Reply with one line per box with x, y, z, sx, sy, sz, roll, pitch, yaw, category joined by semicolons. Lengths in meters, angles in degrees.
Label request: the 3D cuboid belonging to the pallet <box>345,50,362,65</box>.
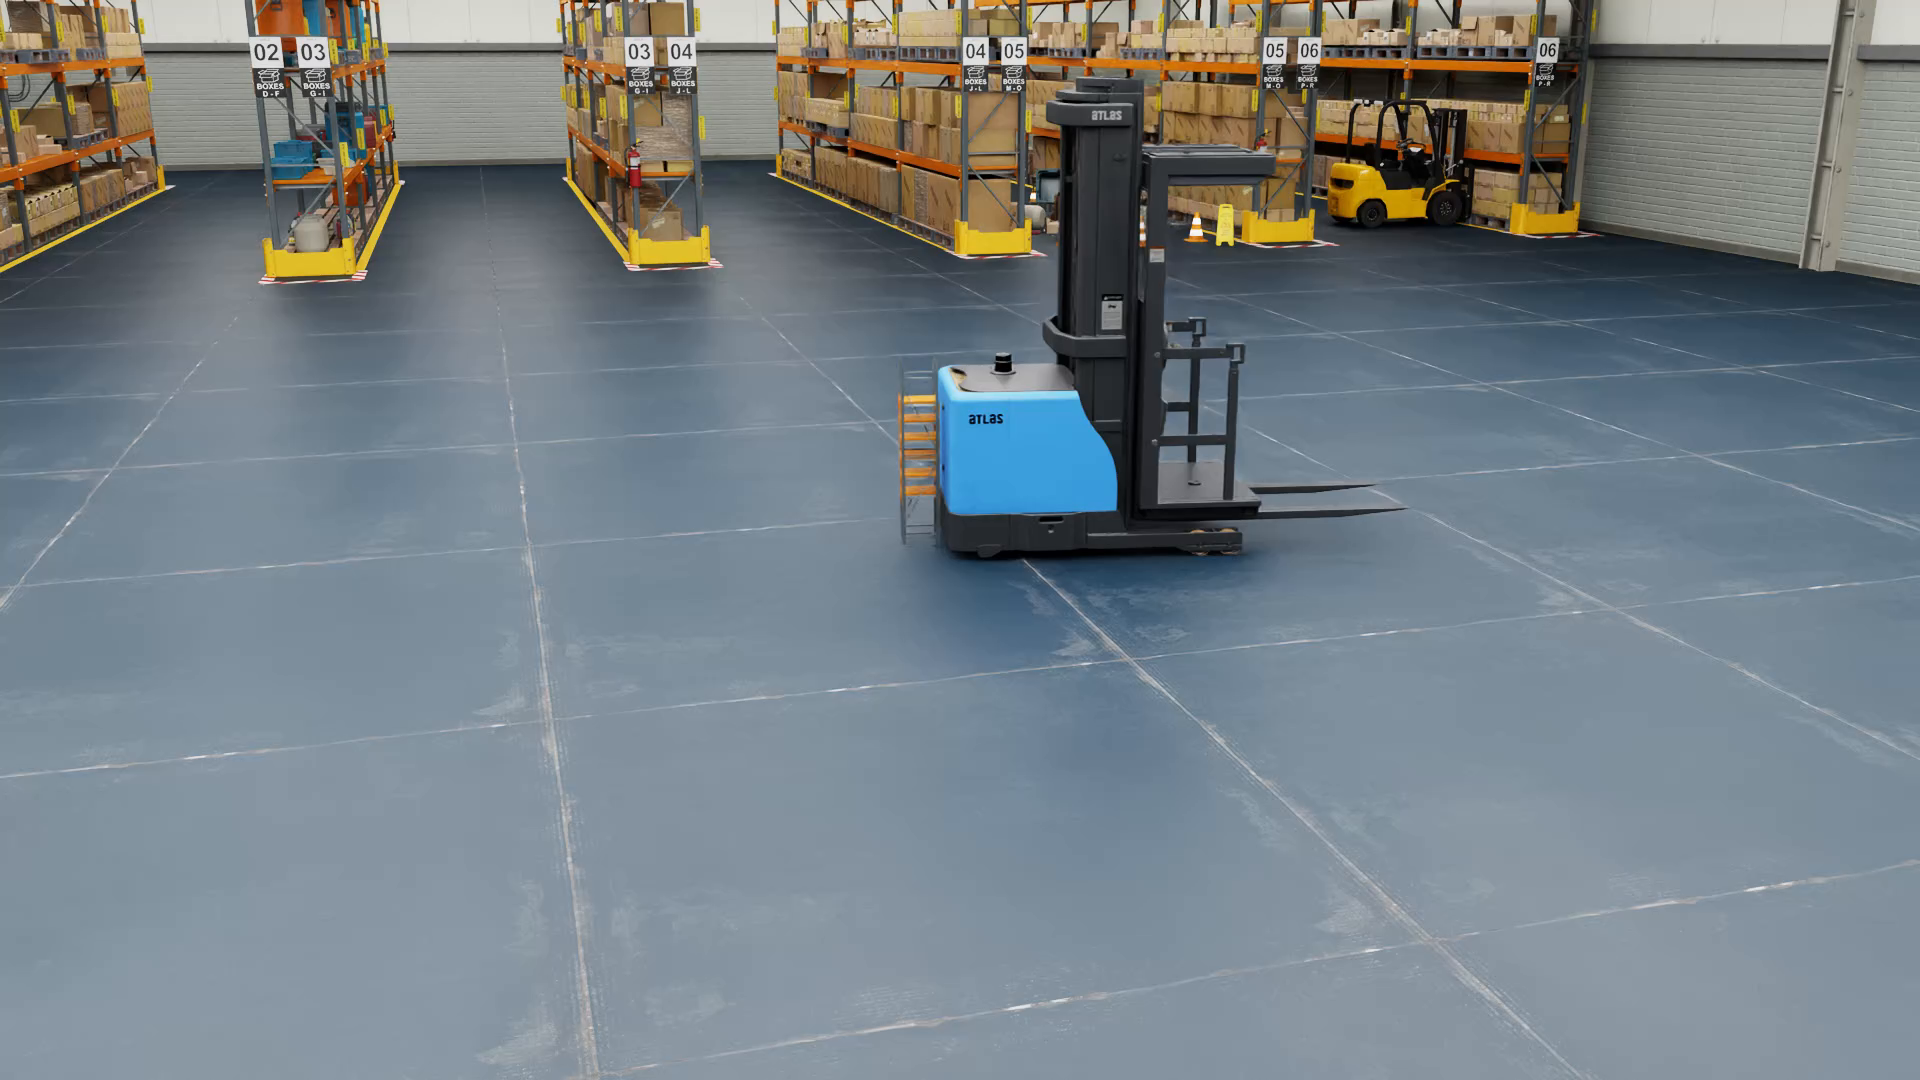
-9.860;-7.421;25.556;1.213;0.211;1.003;-5;17;-15;pallet

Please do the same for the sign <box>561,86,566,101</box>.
-9.223;-10.387;38.676;0.100;0.325;0.005;-5;17;-15;sign

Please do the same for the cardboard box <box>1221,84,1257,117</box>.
4.756;-7.269;27.508;0.700;0.500;0.500;-5;17;-15;cardboard box

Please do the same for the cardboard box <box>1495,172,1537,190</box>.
9.583;-6.194;28.671;0.500;0.250;0.500;-4;17;-13;cardboard box

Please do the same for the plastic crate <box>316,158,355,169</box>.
-9.462;-5.711;25.208;0.530;0.136;0.437;-5;17;-15;plastic crate

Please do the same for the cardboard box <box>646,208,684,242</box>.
-4.446;-4.729;25.098;0.500;0.500;0.500;-1;17;-5;cardboard box

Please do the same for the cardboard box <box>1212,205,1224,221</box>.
4.623;-5.565;28.315;0.500;0.250;0.500;-5;17;-15;cardboard box

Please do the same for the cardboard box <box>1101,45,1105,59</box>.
3.033;-9.749;33.212;0.396;0.266;0.258;-5;17;-15;cardboard box

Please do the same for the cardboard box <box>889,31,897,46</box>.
-0.941;-8.819;29.239;0.500;0.250;0.500;-5;17;-15;cardboard box

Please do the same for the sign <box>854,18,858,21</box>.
-2.259;-11.153;36.069;0.100;0.325;0.005;-5;17;-15;sign

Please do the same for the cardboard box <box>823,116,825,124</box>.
-2.617;-8.665;34.290;0.380;0.149;0.250;-4;17;-14;cardboard box

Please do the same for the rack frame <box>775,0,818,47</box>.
-3.891;-13.215;39.302;1.000;3.000;0.127;-5;17;-15;rack frame

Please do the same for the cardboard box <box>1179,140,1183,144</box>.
4.139;-7.072;29.717;0.380;0.149;0.250;-5;17;-16;cardboard box

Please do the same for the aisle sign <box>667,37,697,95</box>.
-3.985;-6.803;23.867;0.394;0.787;0.004;-5;17;-15;aisle sign

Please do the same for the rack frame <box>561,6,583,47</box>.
-8.687;-12.850;38.090;1.000;3.000;0.127;-5;17;-15;rack frame

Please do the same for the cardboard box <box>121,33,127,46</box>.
-17.412;-10.263;34.081;0.500;0.250;0.500;-5;17;-15;cardboard box

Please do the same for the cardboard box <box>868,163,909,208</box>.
-1.111;-6.577;30.816;1.050;0.750;0.750;-5;17;-15;cardboard box

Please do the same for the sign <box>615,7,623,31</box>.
-4.829;-7.374;23.533;0.100;0.325;0.005;-5;17;-15;sign

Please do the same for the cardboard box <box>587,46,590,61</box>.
-6.604;-8.979;30.676;0.500;0.250;0.500;-4;17;-14;cardboard box

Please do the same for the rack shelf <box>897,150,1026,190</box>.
-0.043;-6.124;27.377;1.077;0.370;4.000;-5;17;-15;rack shelf

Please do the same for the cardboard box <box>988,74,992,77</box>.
0.864;-11.259;40.180;0.380;0.149;0.250;-5;18;-17;cardboard box

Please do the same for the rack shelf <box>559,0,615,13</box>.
-8.138;-11.761;36.409;1.077;0.370;4.000;-5;17;-15;rack shelf

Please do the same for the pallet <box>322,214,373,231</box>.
-10.744;-5.483;28.839;1.003;0.211;1.213;-5;17;-15;pallet

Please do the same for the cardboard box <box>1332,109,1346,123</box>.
7.961;-8.682;34.033;0.500;0.250;0.500;-5;17;-17;cardboard box

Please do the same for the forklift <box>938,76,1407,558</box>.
1.388;-1.451;10.688;3.031;2.935;1.130;-2;17;-6;forklift

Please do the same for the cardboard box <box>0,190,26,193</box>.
-15.863;-5.681;27.725;0.500;0.311;0.500;-5;17;-17;cardboard box

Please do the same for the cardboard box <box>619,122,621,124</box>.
-4.764;-6.167;25.576;0.875;0.500;0.500;-5;17;-15;cardboard box

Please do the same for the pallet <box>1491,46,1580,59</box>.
9.840;-8.320;28.377;1.003;0.211;1.213;-5;17;-15;pallet

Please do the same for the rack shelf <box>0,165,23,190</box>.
-14.366;-4.978;23.561;1.077;0.370;4.000;-5;17;-15;rack shelf

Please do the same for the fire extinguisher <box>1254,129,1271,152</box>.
4.826;-6.230;26.612;0.296;0.674;0.183;-5;17;-15;fire extinguisher

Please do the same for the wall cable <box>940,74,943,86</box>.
-0.731;-12.820;46.597;0.585;1.953;0.123;-5;17;-15;wall cable

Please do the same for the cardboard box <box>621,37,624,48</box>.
-4.667;-7.159;23.925;0.380;0.149;0.250;-5;17;-15;cardboard box

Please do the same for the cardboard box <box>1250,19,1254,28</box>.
6.862;-11.875;38.351;0.396;0.266;0.258;-5;17;-16;cardboard box

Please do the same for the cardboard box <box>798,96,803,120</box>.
-3.338;-9.680;37.274;0.500;0.500;0.500;-5;17;-17;cardboard box

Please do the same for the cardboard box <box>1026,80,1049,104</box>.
1.785;-10.037;37.239;0.500;0.500;0.500;-4;17;-15;cardboard box

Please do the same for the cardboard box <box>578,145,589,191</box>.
-7.147;-7.632;34.108;1.225;0.875;0.875;-5;18;-17;cardboard box

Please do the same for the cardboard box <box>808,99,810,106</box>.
-3.043;-9.379;35.633;0.380;0.149;0.250;-4;17;-14;cardboard box

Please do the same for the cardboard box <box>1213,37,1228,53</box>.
4.554;-8.245;27.715;0.500;0.250;0.500;-4;17;-14;cardboard box

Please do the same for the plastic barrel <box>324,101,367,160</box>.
-9.967;-6.637;26.962;0.600;0.901;0.708;-5;17;-15;plastic barrel

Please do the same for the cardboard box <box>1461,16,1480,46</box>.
9.344;-9.023;29.478;0.797;0.503;0.637;-4;17;-13;cardboard box

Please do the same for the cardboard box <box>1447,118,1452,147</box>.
9.081;-7.457;30.388;0.500;0.500;0.500;-5;17;-16;cardboard box

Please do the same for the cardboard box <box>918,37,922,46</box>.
-0.468;-8.108;27.048;0.380;0.149;0.250;-5;17;-15;cardboard box

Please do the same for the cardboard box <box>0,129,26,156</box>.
-15.256;-6.283;26.481;0.500;0.500;0.500;-3;17;-11;cardboard box

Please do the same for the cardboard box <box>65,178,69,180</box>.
-16.639;-6.379;30.555;0.500;0.500;0.500;-5;18;-17;cardboard box

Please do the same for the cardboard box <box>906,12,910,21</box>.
-0.679;-8.701;27.638;0.380;0.149;0.250;-5;17;-16;cardboard box

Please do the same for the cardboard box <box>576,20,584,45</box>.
-7.861;-10.816;35.454;0.700;0.500;0.500;-6;18;-19;cardboard box

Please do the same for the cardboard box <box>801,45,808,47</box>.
-3.186;-10.714;36.453;0.500;0.250;0.500;-4;17;-14;cardboard box

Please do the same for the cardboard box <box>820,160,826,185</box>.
-2.696;-7.867;35.544;0.500;0.500;0.500;-4;17;-13;cardboard box

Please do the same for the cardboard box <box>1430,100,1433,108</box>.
8.950;-8.089;30.849;0.380;0.149;0.250;-5;17;-16;cardboard box

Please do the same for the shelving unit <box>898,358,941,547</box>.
-0.263;-0.560;10.730;0.258;1.200;0.189;-2;17;-5;shelving unit

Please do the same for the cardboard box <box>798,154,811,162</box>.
-3.483;-8.715;37.942;0.380;0.149;0.250;-6;18;-18;cardboard box

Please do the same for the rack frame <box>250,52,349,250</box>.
-9.053;-5.160;22.916;1.000;3.000;0.127;-5;17;-15;rack frame
